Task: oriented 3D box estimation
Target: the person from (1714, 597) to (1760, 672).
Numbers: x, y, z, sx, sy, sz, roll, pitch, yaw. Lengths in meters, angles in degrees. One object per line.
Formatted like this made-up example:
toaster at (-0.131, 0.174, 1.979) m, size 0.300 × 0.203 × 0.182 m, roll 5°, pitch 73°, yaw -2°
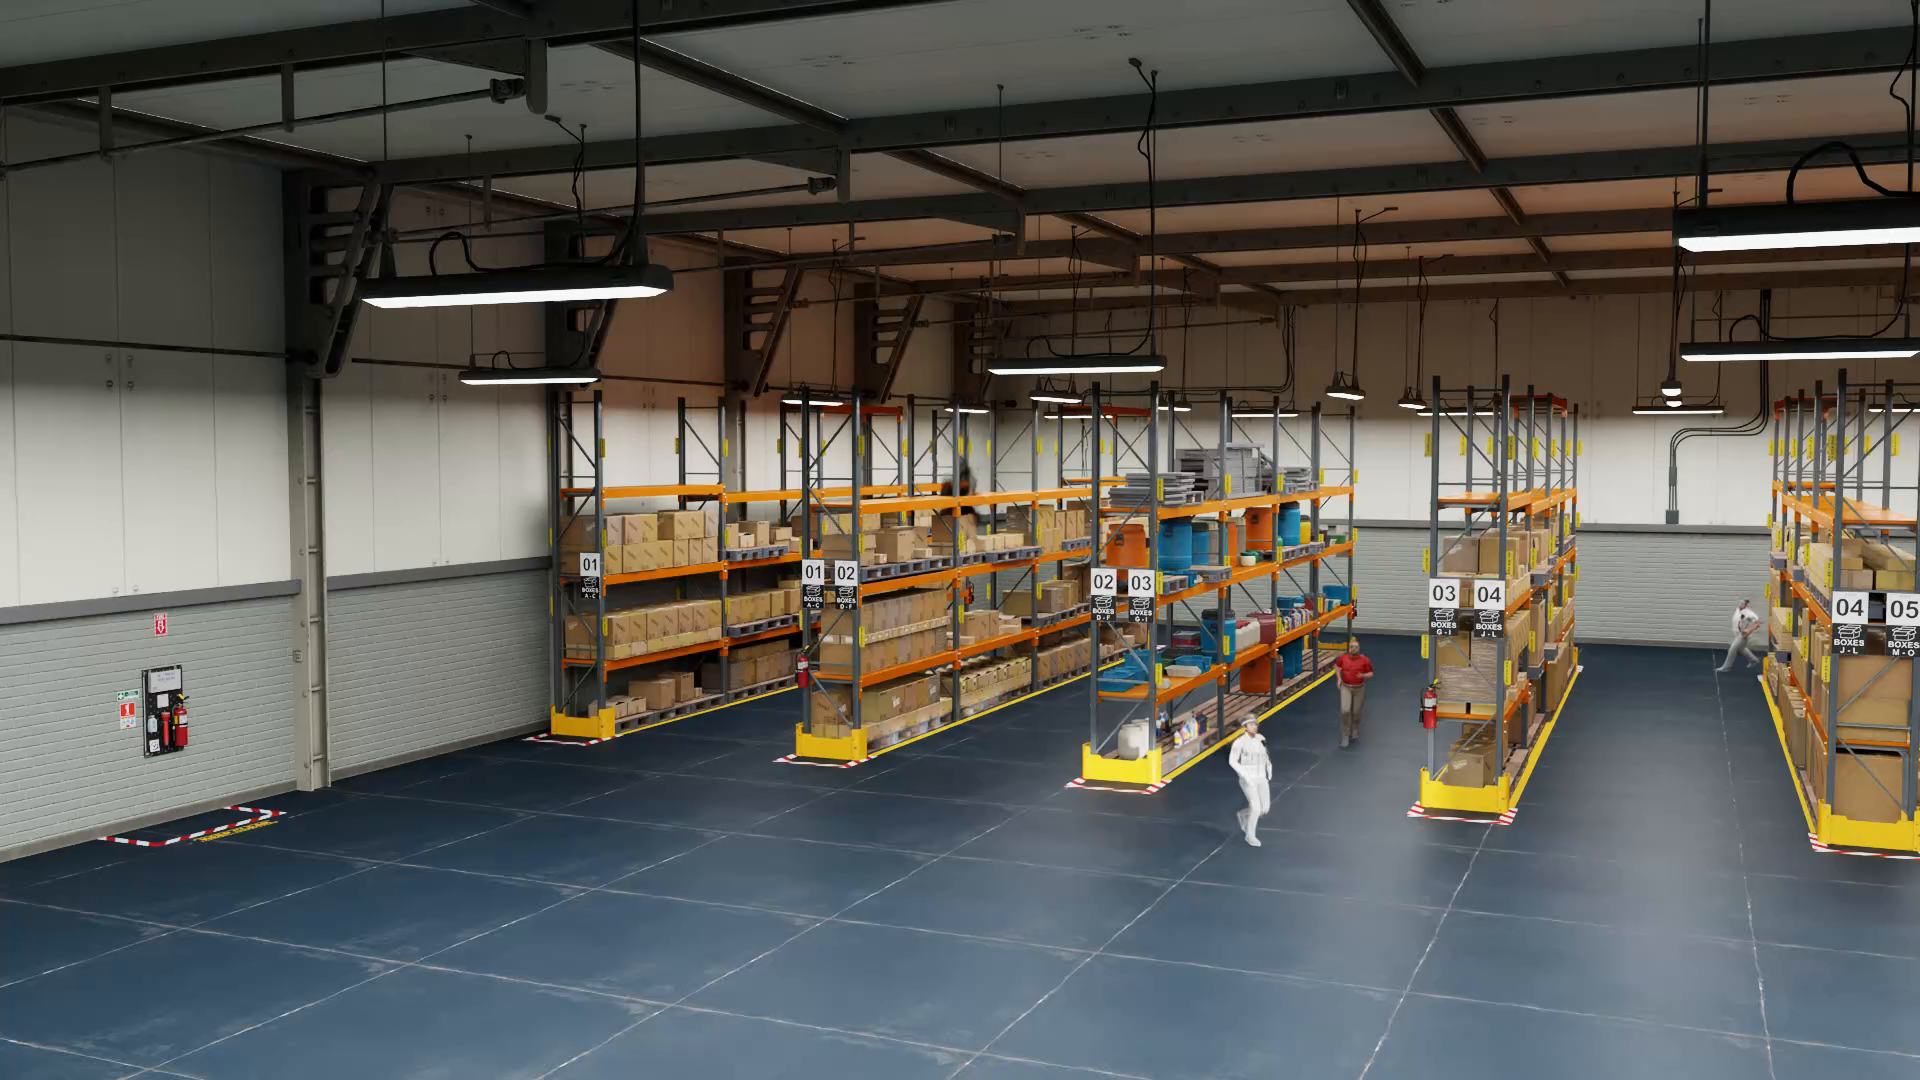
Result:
person at (17.399, 2.108, 36.944) m, size 1.007 × 1.712 × 0.751 m, roll 0°, pitch 3°, yaw -2°

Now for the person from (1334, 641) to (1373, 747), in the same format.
person at (6.664, 2.598, 28.165) m, size 0.642 × 1.802 × 0.813 m, roll 1°, pitch 3°, yaw 13°

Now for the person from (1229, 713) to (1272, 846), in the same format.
person at (3.695, 3.016, 21.084) m, size 0.618 × 1.668 × 0.478 m, roll -2°, pitch 4°, yaw -27°
